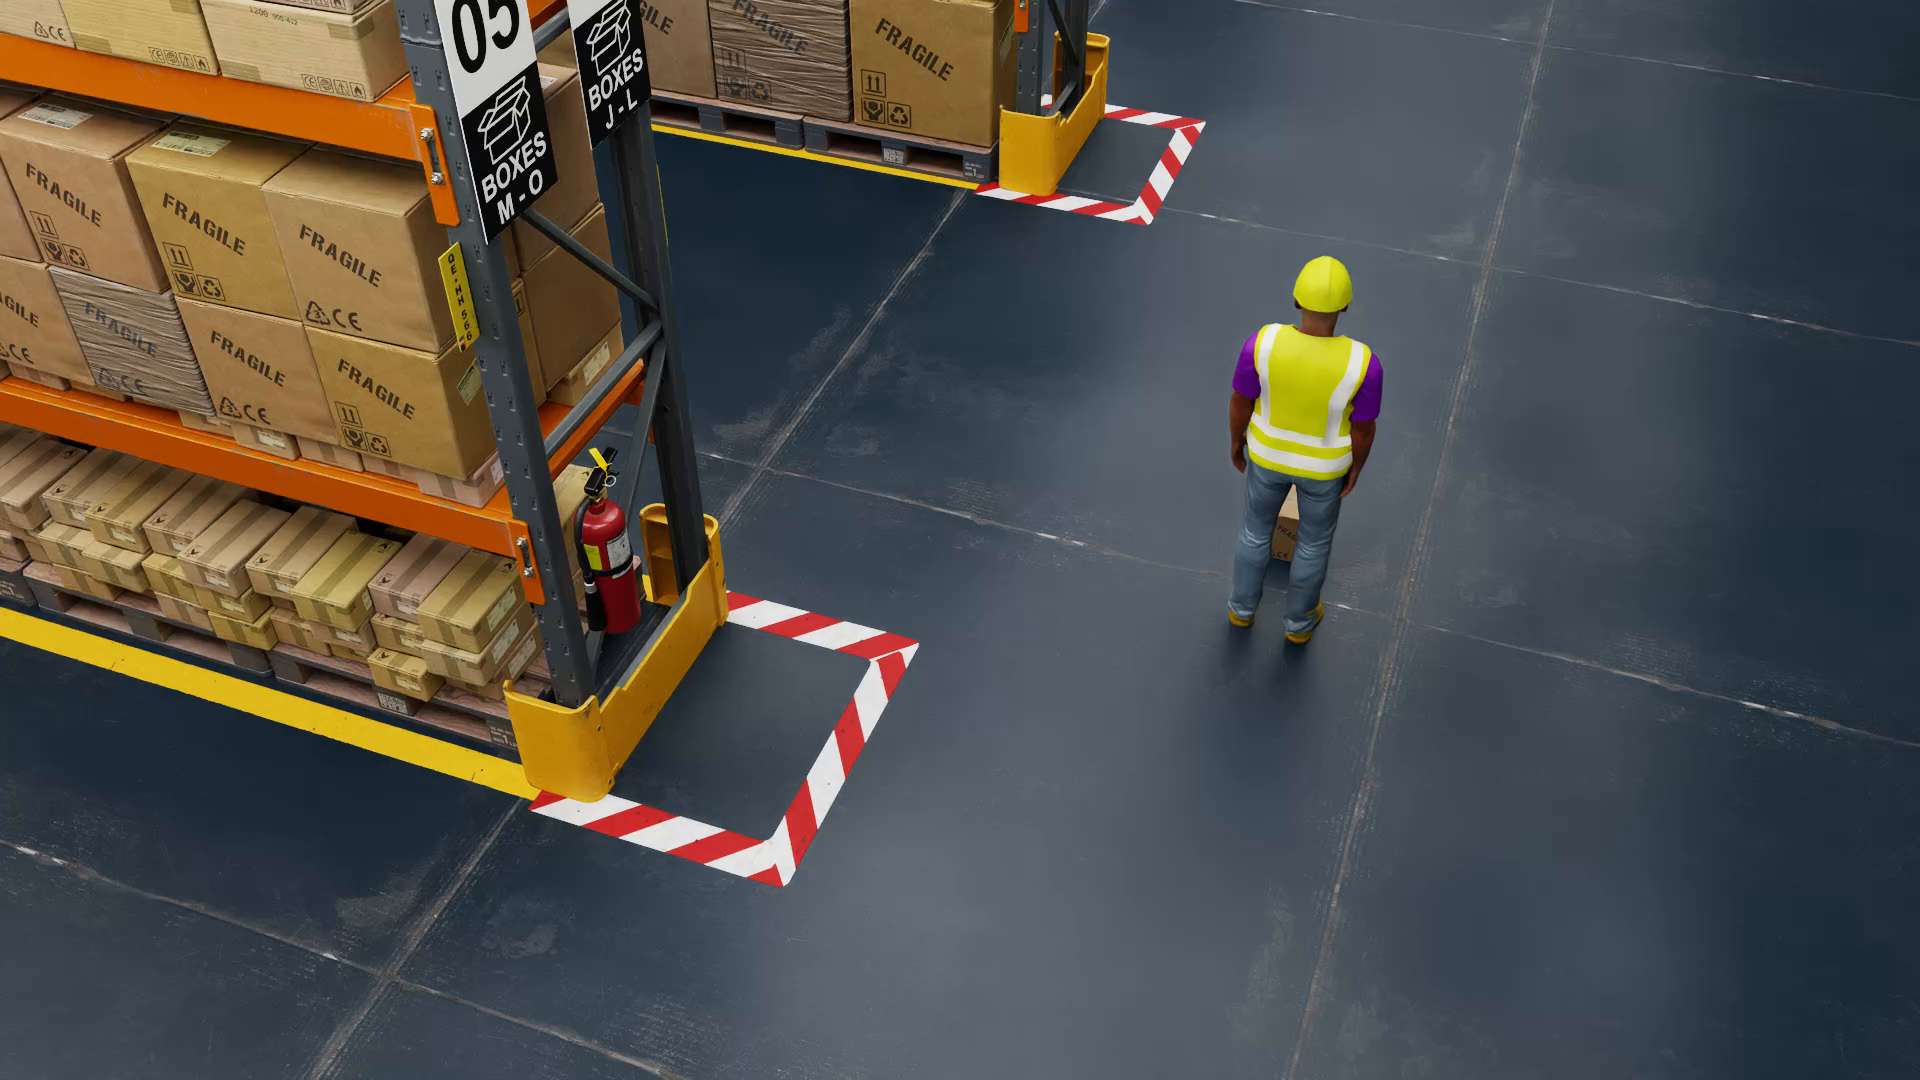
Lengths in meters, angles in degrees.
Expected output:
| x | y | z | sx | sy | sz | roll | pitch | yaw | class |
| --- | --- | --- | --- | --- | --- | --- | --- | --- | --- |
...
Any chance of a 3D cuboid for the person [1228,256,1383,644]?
| x | y | z | sx | sy | sz | roll | pitch | yaw | class |
| --- | --- | --- | --- | --- | --- | --- | --- | --- | --- |
| 1.324 | -0.341 | 6.532 | 0.563 | 1.761 | 0.362 | 14 | 43 | 16 | person |
